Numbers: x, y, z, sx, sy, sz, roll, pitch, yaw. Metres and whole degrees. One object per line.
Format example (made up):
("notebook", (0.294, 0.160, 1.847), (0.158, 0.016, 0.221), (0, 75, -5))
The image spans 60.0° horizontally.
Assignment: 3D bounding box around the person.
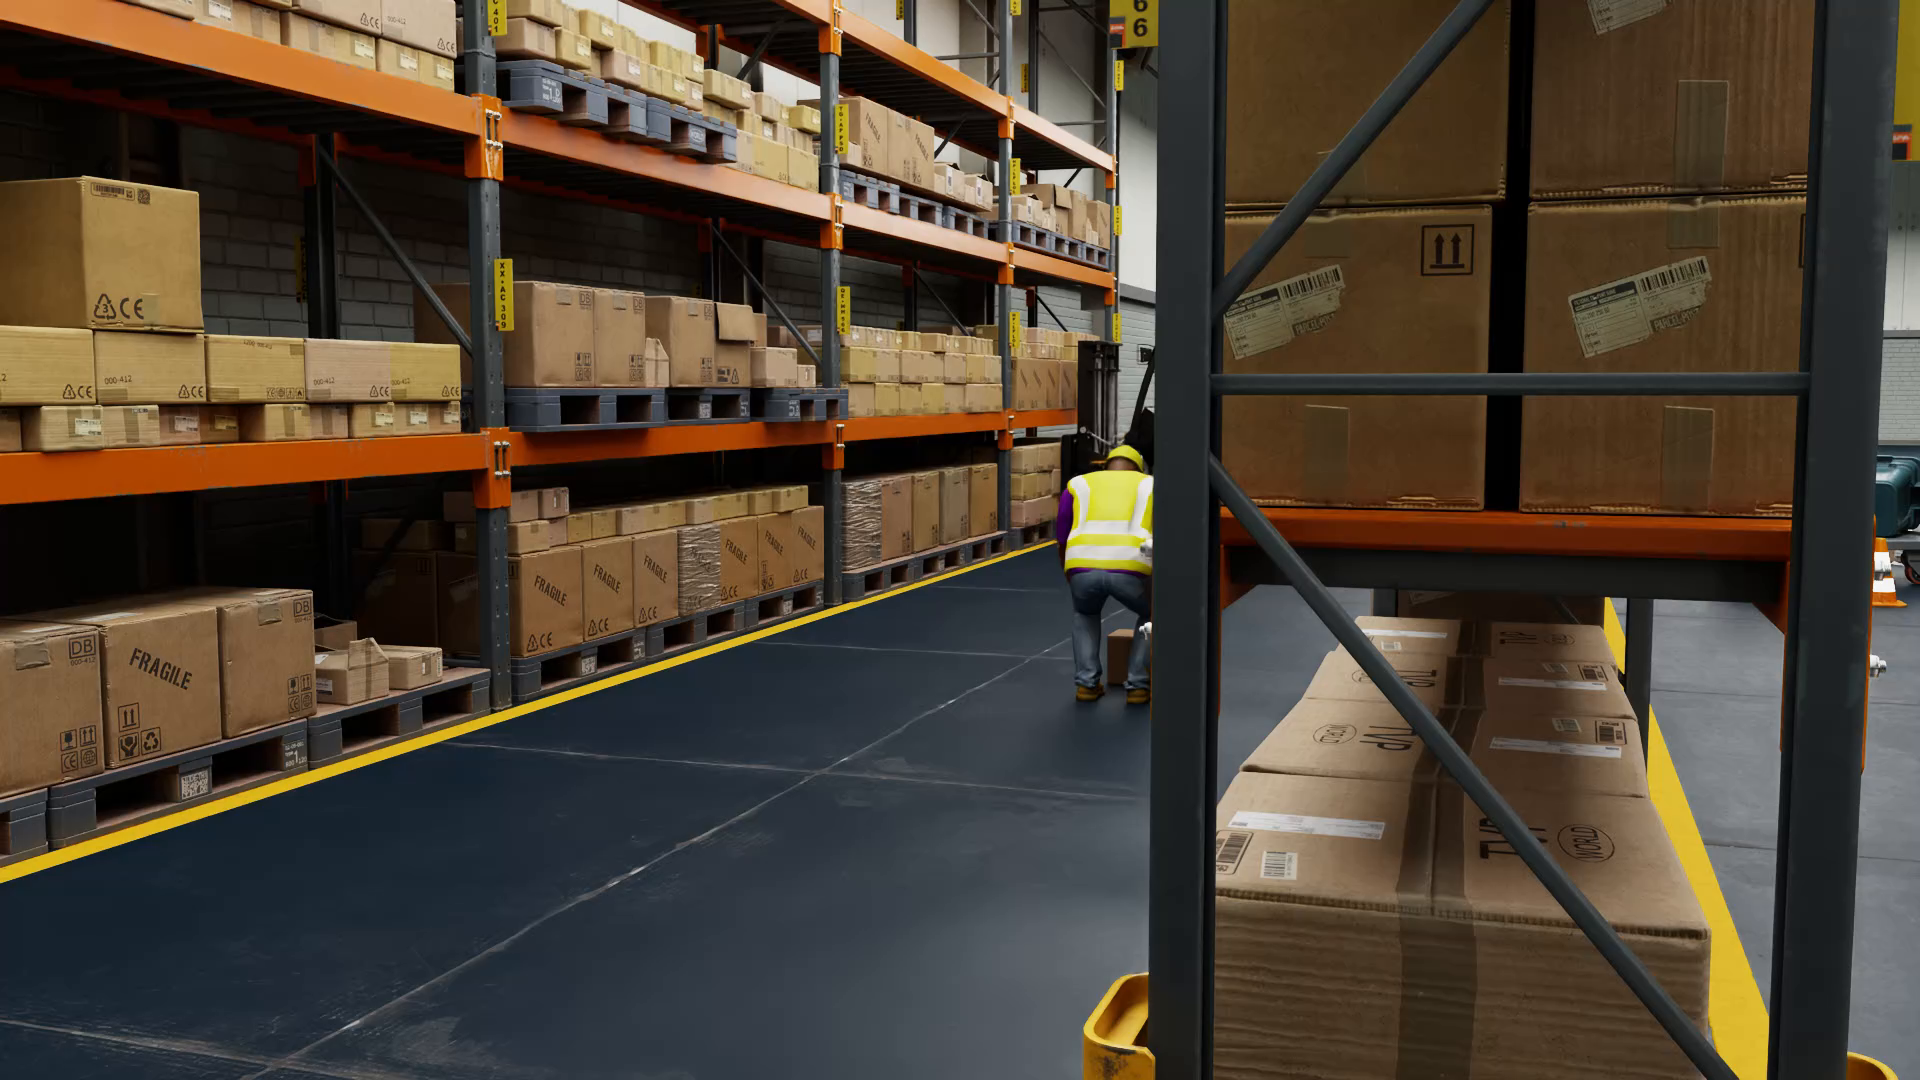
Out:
("person", (0.744, 0.155, 8.176), (0.622, 1.224, 0.838), (2, 5, 19))
